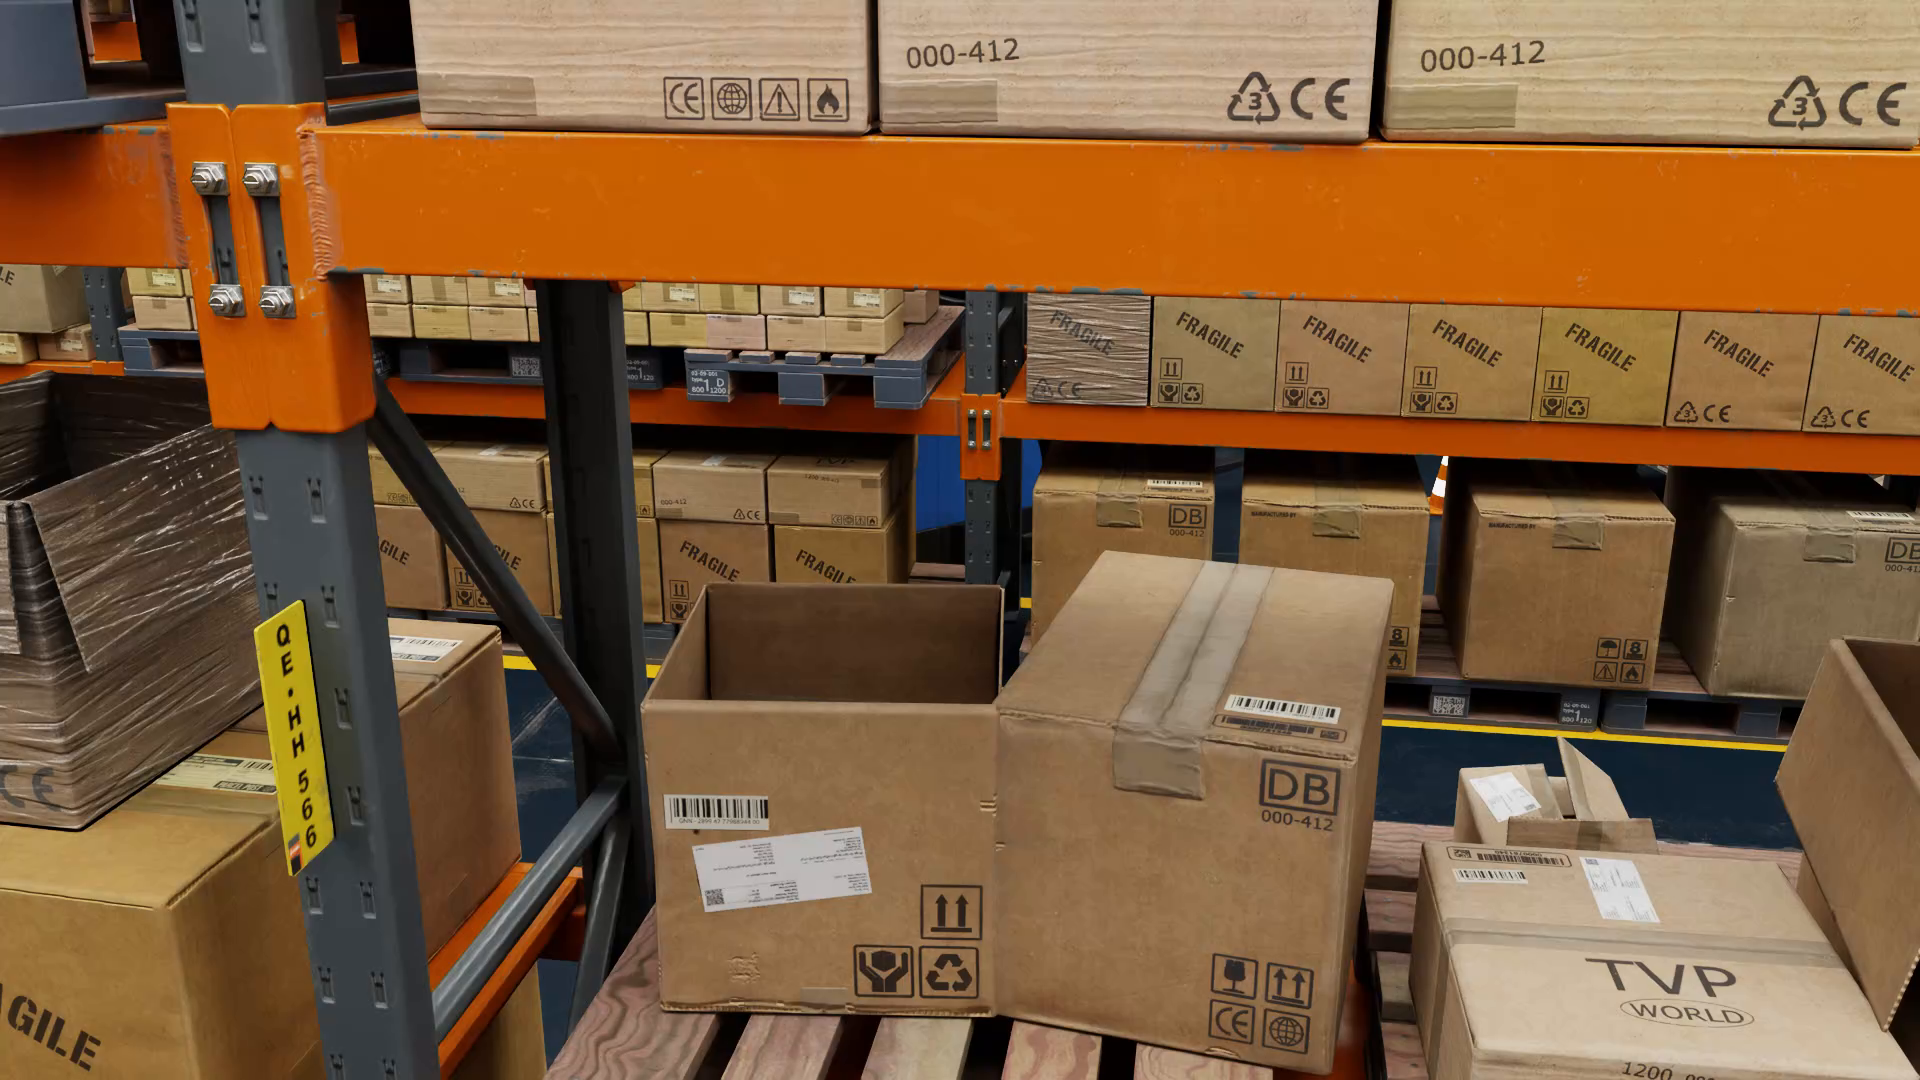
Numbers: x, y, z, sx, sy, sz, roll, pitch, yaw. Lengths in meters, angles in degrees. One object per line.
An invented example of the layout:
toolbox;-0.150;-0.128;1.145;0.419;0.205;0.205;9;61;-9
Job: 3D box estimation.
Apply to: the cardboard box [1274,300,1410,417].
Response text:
cardboard box;1.563;-0.821;6.873;0.500;0.500;0.500;3;19;9

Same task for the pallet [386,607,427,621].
pallet;-3.018;0.229;8.287;1.213;0.211;1.003;3;19;9

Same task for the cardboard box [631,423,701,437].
cardboard box;-1.468;-0.466;8.063;0.500;0.250;0.500;3;19;9

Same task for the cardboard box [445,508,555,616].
cardboard box;-2.058;0.022;7.787;0.500;0.500;0.500;3;19;10

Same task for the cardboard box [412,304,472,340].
cardboard box;-2.181;-0.985;7.253;0.250;0.149;0.380;3;19;8

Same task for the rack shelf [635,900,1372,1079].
rack shelf;1.250;1.059;2.543;4.000;0.370;1.077;3;19;9

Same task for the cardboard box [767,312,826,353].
cardboard box;-0.643;-0.905;7.015;0.250;0.149;0.380;3;19;9

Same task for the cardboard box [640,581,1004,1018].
cardboard box;-0.185;0.386;2.604;0.500;0.500;0.500;1;19;2

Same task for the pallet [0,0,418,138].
pallet;-1.369;-0.731;2.331;1.003;0.211;1.213;4;19;11

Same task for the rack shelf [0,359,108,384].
rack shelf;-5.762;-0.892;8.376;4.000;0.370;1.077;3;19;9

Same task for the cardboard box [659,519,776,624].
cardboard box;-1.041;0.077;7.625;0.500;0.500;0.500;4;19;11

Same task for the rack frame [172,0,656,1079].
rack frame;-0.724;0.617;2.733;0.053;2.616;0.949;3;19;9

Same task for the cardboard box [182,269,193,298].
cardboard box;-3.215;-1.177;7.360;0.250;0.149;0.380;3;19;8

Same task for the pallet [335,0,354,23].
pallet;-2.170;-2.350;7.169;1.003;0.211;1.213;3;19;9

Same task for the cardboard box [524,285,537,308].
cardboard box;-1.672;-1.099;7.125;0.250;0.149;0.380;3;19;10

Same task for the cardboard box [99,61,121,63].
cardboard box;-6.236;-3.574;12.503;0.250;0.149;0.380;4;19;10

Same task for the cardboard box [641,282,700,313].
cardboard box;-1.169;-1.073;7.047;0.250;0.149;0.380;3;19;9

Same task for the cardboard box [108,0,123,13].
cardboard box;-4.202;-2.590;7.825;0.500;0.250;0.500;4;19;11

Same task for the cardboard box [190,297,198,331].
cardboard box;-3.197;-1.037;7.408;0.250;0.149;0.380;3;19;10

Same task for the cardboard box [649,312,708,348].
cardboard box;-1.142;-0.932;7.094;0.250;0.149;0.380;3;19;8

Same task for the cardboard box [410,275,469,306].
cardboard box;-2.175;-1.125;7.204;0.250;0.149;0.380;3;19;8

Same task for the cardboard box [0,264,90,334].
cardboard box;-4.310;-1.257;7.706;0.500;0.500;0.500;3;19;9

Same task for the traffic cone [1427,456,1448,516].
traffic cone;2.906;-0.408;9.793;0.334;0.463;0.336;3;19;9

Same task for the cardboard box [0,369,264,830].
cardboard box;-1.444;0.053;2.680;0.637;0.503;0.797;4;19;11

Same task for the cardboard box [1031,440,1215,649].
cardboard box;0.749;-0.005;7.473;0.750;0.750;1.050;3;19;8

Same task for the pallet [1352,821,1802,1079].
pallet;1.237;0.795;2.501;1.213;0.211;1.003;3;19;9

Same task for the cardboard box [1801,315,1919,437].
cardboard box;3.554;-0.720;6.570;0.500;0.500;0.500;3;19;8

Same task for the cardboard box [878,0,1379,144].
cardboard box;0.206;-0.604;1.891;0.500;0.250;0.500;3;19;10

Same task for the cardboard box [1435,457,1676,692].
cardboard box;2.532;0.085;7.205;0.750;0.750;1.050;3;19;9

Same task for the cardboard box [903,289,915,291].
cardboard box;-0.283;-1.240;7.546;0.250;0.149;0.380;4;19;11

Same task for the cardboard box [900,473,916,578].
cardboard box;-0.496;-0.060;8.034;0.500;0.500;0.500;2;19;6

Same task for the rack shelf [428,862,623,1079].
rack shelf;-2.699;0.858;3.145;4.000;0.370;1.077;3;19;9

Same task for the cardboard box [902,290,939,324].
cardboard box;-0.248;-1.097;7.588;0.250;0.149;0.380;3;19;8

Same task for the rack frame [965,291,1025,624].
rack frame;0.162;-0.931;7.359;0.127;3.000;1.000;3;19;9

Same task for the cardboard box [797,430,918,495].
cardboard box;-0.480;-0.411;7.900;0.500;0.250;0.500;2;19;6

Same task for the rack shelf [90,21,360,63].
rack shelf;-1.813;-2.113;7.298;4.000;0.370;1.077;3;19;9

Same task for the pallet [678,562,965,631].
pallet;-0.609;0.351;7.920;1.213;0.211;1.003;3;19;9

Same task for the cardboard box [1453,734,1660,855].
cardboard box;0.965;0.481;2.687;0.258;0.266;0.396;2;19;7

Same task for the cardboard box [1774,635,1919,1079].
cardboard box;1.499;0.512;2.220;0.637;0.503;0.797;5;19;14

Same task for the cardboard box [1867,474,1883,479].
cardboard box;5.639;-0.621;10.368;0.500;0.500;0.500;-15;24;-38

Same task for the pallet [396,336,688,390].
pallet;-1.799;-0.927;7.649;1.213;0.211;1.003;3;19;9

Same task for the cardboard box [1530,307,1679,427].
cardboard box;2.556;-0.771;6.722;0.500;0.500;0.500;3;19;9

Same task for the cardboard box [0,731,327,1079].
cardboard box;-1.251;0.623;2.556;0.500;0.500;0.500;4;19;10

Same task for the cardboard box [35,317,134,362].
cardboard box;-4.106;-0.954;7.824;0.250;0.149;0.380;3;19;8

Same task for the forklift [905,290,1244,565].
forklift;0.502;-1.508;9.192;3.031;2.935;1.130;-13;23;-34

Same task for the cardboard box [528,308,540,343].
cardboard box;-1.663;-0.958;7.174;0.250;0.149;0.380;3;19;10

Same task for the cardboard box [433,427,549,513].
cardboard box;-2.071;-0.329;7.654;0.500;0.250;0.500;4;19;11

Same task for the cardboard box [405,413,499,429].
cardboard box;-2.506;-0.514;8.207;0.500;0.250;0.500;4;19;11

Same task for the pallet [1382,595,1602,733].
pallet;2.130;0.517;7.427;1.213;0.211;1.003;3;19;9

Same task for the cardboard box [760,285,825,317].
cardboard box;-0.662;-1.047;6.972;0.250;0.149;0.380;4;19;11

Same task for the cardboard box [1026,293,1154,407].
cardboard box;0.563;-0.871;7.023;0.500;0.500;0.500;3;19;9

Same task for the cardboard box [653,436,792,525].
cardboard box;-1.055;-0.275;7.493;0.500;0.250;0.500;3;19;9

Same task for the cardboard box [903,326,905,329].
cardboard box;-0.701;-1.786;12.599;0.875;0.875;0.875;3;19;9
